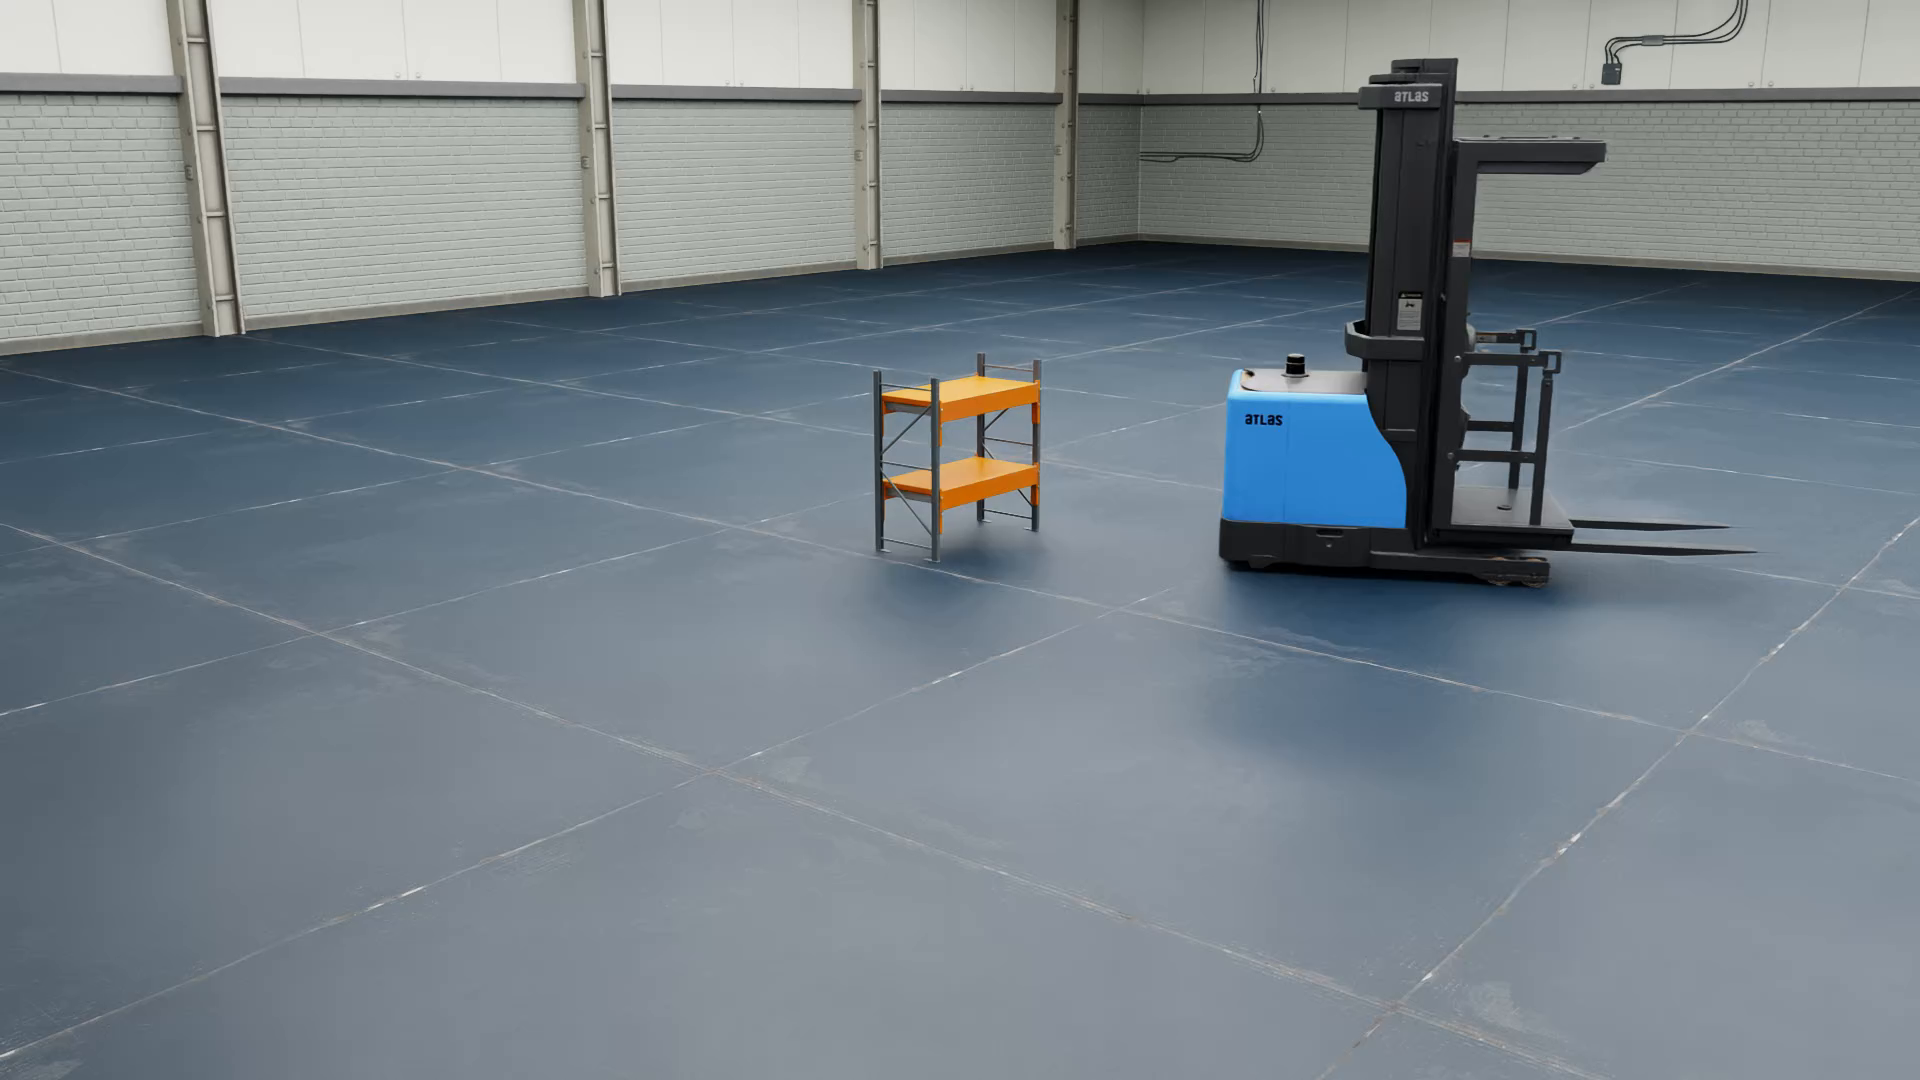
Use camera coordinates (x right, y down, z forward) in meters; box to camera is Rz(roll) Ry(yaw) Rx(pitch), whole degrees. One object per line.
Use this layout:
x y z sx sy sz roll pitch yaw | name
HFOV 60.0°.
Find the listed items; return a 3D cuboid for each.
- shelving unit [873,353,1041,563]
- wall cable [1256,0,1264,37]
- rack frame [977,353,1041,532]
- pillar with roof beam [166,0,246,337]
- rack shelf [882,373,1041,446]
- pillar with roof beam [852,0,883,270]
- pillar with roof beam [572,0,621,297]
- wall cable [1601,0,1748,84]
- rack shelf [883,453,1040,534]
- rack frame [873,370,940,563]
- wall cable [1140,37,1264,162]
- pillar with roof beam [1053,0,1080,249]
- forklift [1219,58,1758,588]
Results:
-0.004 -0.544 10.479 0.538 1.125 1.048 11 18 38 | shelving unit
7.135 -11.256 32.703 3.097 2.526 0.112 11 18 38 | wall cable
0.315 -0.641 10.863 0.500 1.125 0.032 11 18 38 | rack frame
-5.814 -6.259 16.983 9.100 9.000 0.400 11 18 38 | pillar with roof beam
-0.004 -0.828 10.407 0.538 0.278 1.000 11 18 38 | rack shelf
1.728 -8.557 26.029 9.100 9.000 0.400 11 18 38 | pillar with roof beam
-2.043 -7.408 21.506 9.100 9.000 0.400 11 18 38 | pillar with roof beam
12.405 -10.908 28.377 2.305 6.003 0.169 11 18 38 | wall cable
-0.004 -0.307 10.540 0.538 0.278 1.000 11 18 38 | rack shelf
-0.324 -0.447 10.096 0.500 1.125 0.032 11 18 38 | rack frame
5.031 -9.227 34.973 3.097 2.526 0.112 11 18 38 | wall cable
5.499 -9.706 30.553 9.100 9.000 0.400 11 18 38 | pillar with roof beam
3.119 -1.290 9.748 3.031 2.935 1.130 3 15 11 | forklift
